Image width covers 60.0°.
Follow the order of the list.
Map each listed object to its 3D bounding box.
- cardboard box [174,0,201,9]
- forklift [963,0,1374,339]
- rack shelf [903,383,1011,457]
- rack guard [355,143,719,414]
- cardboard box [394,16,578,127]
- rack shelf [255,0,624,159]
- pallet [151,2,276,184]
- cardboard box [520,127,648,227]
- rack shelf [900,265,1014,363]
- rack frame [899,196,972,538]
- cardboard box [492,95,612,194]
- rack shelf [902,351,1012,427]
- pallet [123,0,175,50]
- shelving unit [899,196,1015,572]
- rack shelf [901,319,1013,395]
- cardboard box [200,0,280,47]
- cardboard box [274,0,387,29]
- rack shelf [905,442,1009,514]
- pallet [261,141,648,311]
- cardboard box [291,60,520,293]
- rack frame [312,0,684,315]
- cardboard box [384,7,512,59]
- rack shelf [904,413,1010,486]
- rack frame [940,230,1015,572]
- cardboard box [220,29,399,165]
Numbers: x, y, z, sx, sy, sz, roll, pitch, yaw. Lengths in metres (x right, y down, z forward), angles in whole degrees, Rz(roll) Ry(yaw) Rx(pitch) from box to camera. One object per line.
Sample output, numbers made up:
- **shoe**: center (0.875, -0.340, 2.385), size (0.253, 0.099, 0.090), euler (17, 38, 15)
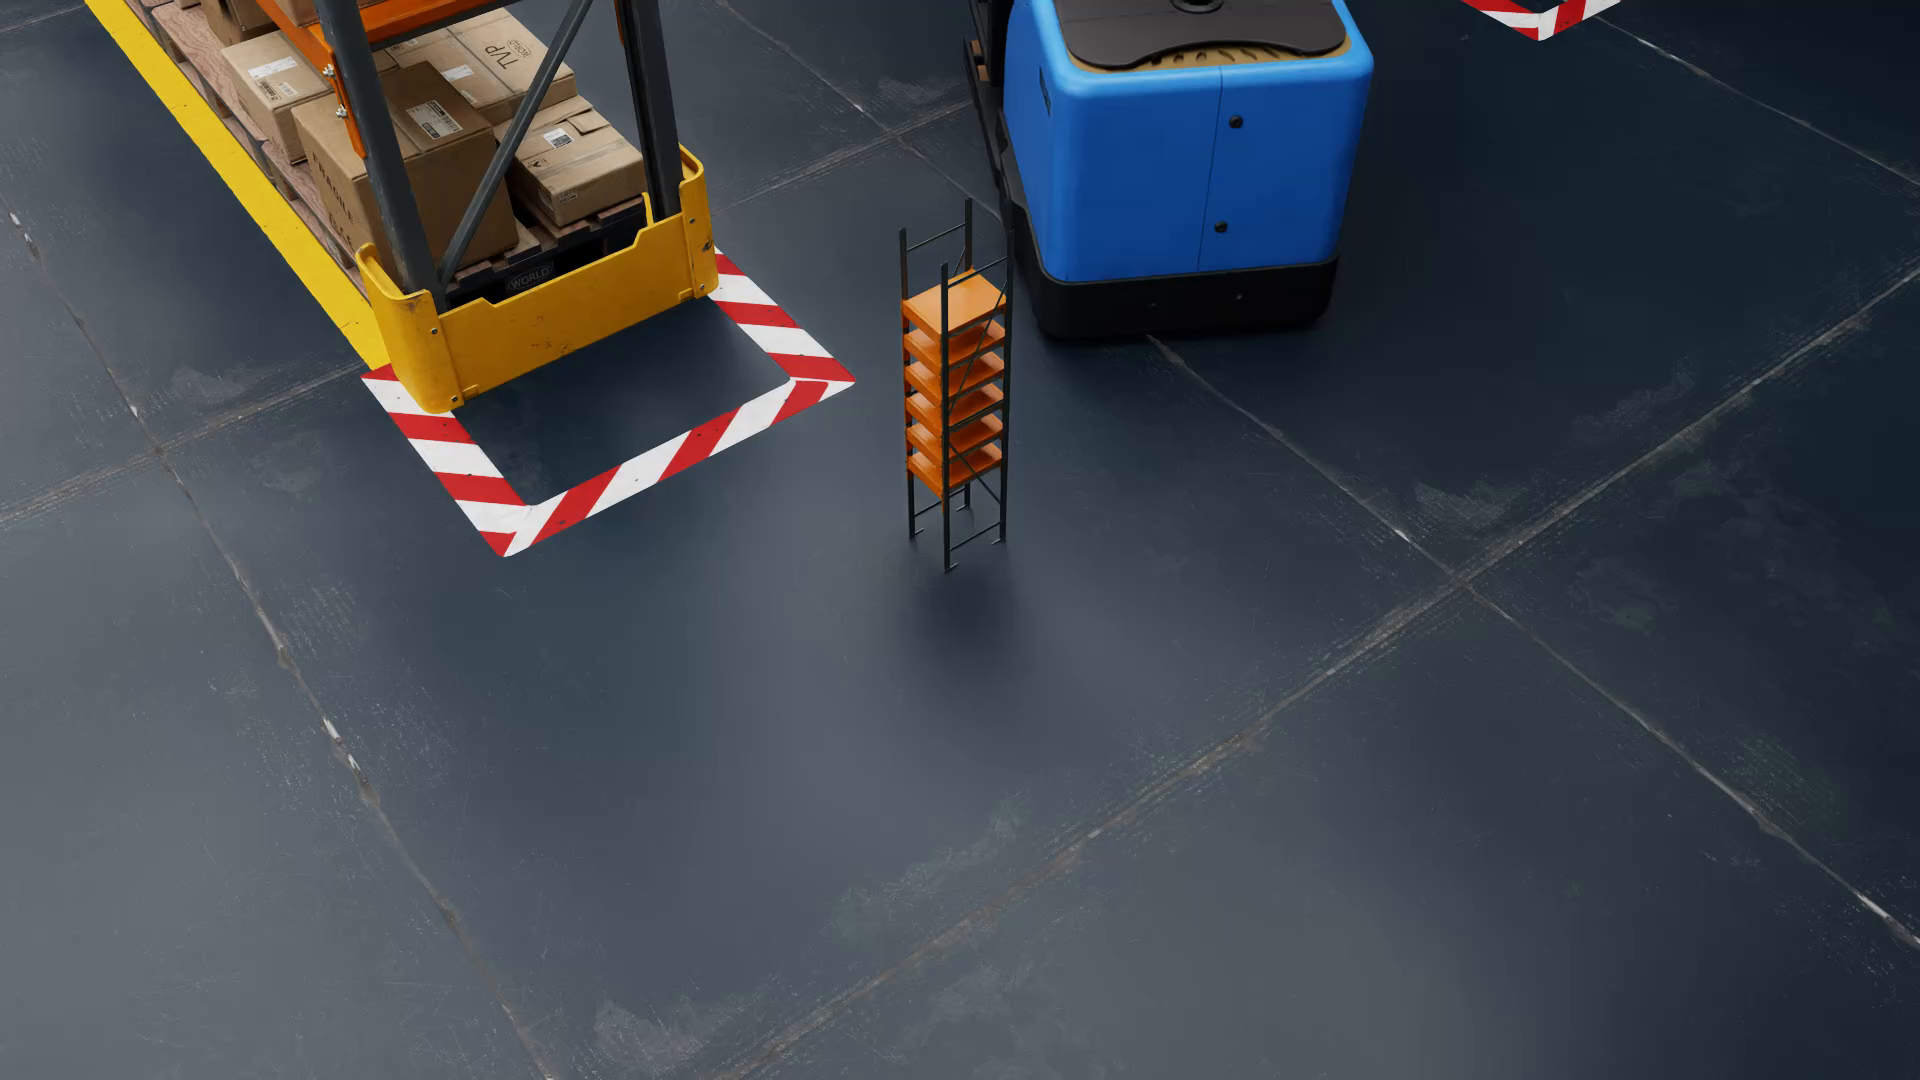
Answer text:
- **cardboard box**: center (-3.190, -2.438, 7.051), size (0.380, 0.166, 0.250), euler (-29, 54, -24)
- **forklift**: center (0.614, -2.789, 5.800), size (1.130, 2.935, 3.031), euler (-5, 48, -5)
- **rack shelf**: center (-0.009, -0.382, 4.846), size (0.258, 0.103, 0.180), euler (-29, 54, -24)
- **rack guard**: center (-1.428, -0.939, 5.763), size (1.175, 0.500, 0.348), euler (-29, 54, -24)
- **cardboard box**: center (-1.788, -1.700, 6.326), size (0.500, 0.250, 0.500), euler (-29, 54, -24)
- **rack shelf**: center (-2.593, -2.671, 6.132), size (1.077, 0.370, 4.000), euler (-29, 54, -24)
- **pallet**: center (-2.646, -2.030, 6.948), size (1.003, 0.211, 1.213), euler (-29, 54, -24)
- **cardboard box**: center (-1.362, -1.325, 6.054), size (0.380, 0.149, 0.250), euler (-29, 54, -24)
- **rack shelf**: center (-0.009, -0.623, 4.579), size (0.258, 0.103, 0.180), euler (-29, 54, -24)
- **rack frame**: center (-0.064, -0.465, 4.862), size (0.240, 1.200, 0.006), euler (-29, 54, -24)
- **cardboard box**: center (-1.513, -1.478, 6.181), size (0.380, 0.166, 0.250), euler (-29, 54, -24)
- **rack shelf**: center (-0.009, -0.462, 4.757), size (0.258, 0.103, 0.180), euler (-29, 54, -24)
- **pallet**: center (-3.389, -2.750, 7.601), size (1.003, 0.211, 1.213), euler (-29, 54, -24)
- **shelving unit**: center (-0.009, -0.412, 4.813), size (0.258, 1.200, 0.189), euler (-29, 54, -24)
- **rack shelf**: center (-0.009, -0.543, 4.668), size (0.258, 0.103, 0.180), euler (-29, 54, -24)
- **cardboard box**: center (-2.662, -2.296, 6.695), size (0.797, 0.503, 0.637), euler (-29, 54, -24)
- **cardboard box**: center (-1.869, -1.909, 4.888), size (0.500, 0.500, 0.500), euler (-28, 54, -23)
- **rack shelf**: center (-0.009, -0.220, 5.024), size (0.258, 0.103, 0.180), euler (-29, 54, -24)
- **pallet**: center (-1.911, -1.311, 6.296), size (1.003, 0.211, 1.213), euler (-29, 54, -24)
- **cardboard box**: center (-1.907, -1.252, 5.750), size (0.500, 0.500, 0.500), euler (-29, 54, -24)
- **rack frame**: center (-1.382, -1.733, 4.797), size (1.000, 3.000, 0.127), euler (-29, 54, -24)
- **cardboard box**: center (-2.091, -1.995, 6.593), size (0.500, 0.250, 0.500), euler (-29, 54, -24)
- **rack shelf**: center (-0.009, -0.301, 4.935), size (0.258, 0.103, 0.180), euler (-29, 54, -24)
- **rack frame**: center (0.047, -0.358, 4.764), size (0.240, 1.200, 0.006), euler (-29, 54, -24)
- **cardboard box**: center (-2.458, -1.741, 6.363), size (0.500, 0.250, 0.500), euler (-29, 54, -24)
